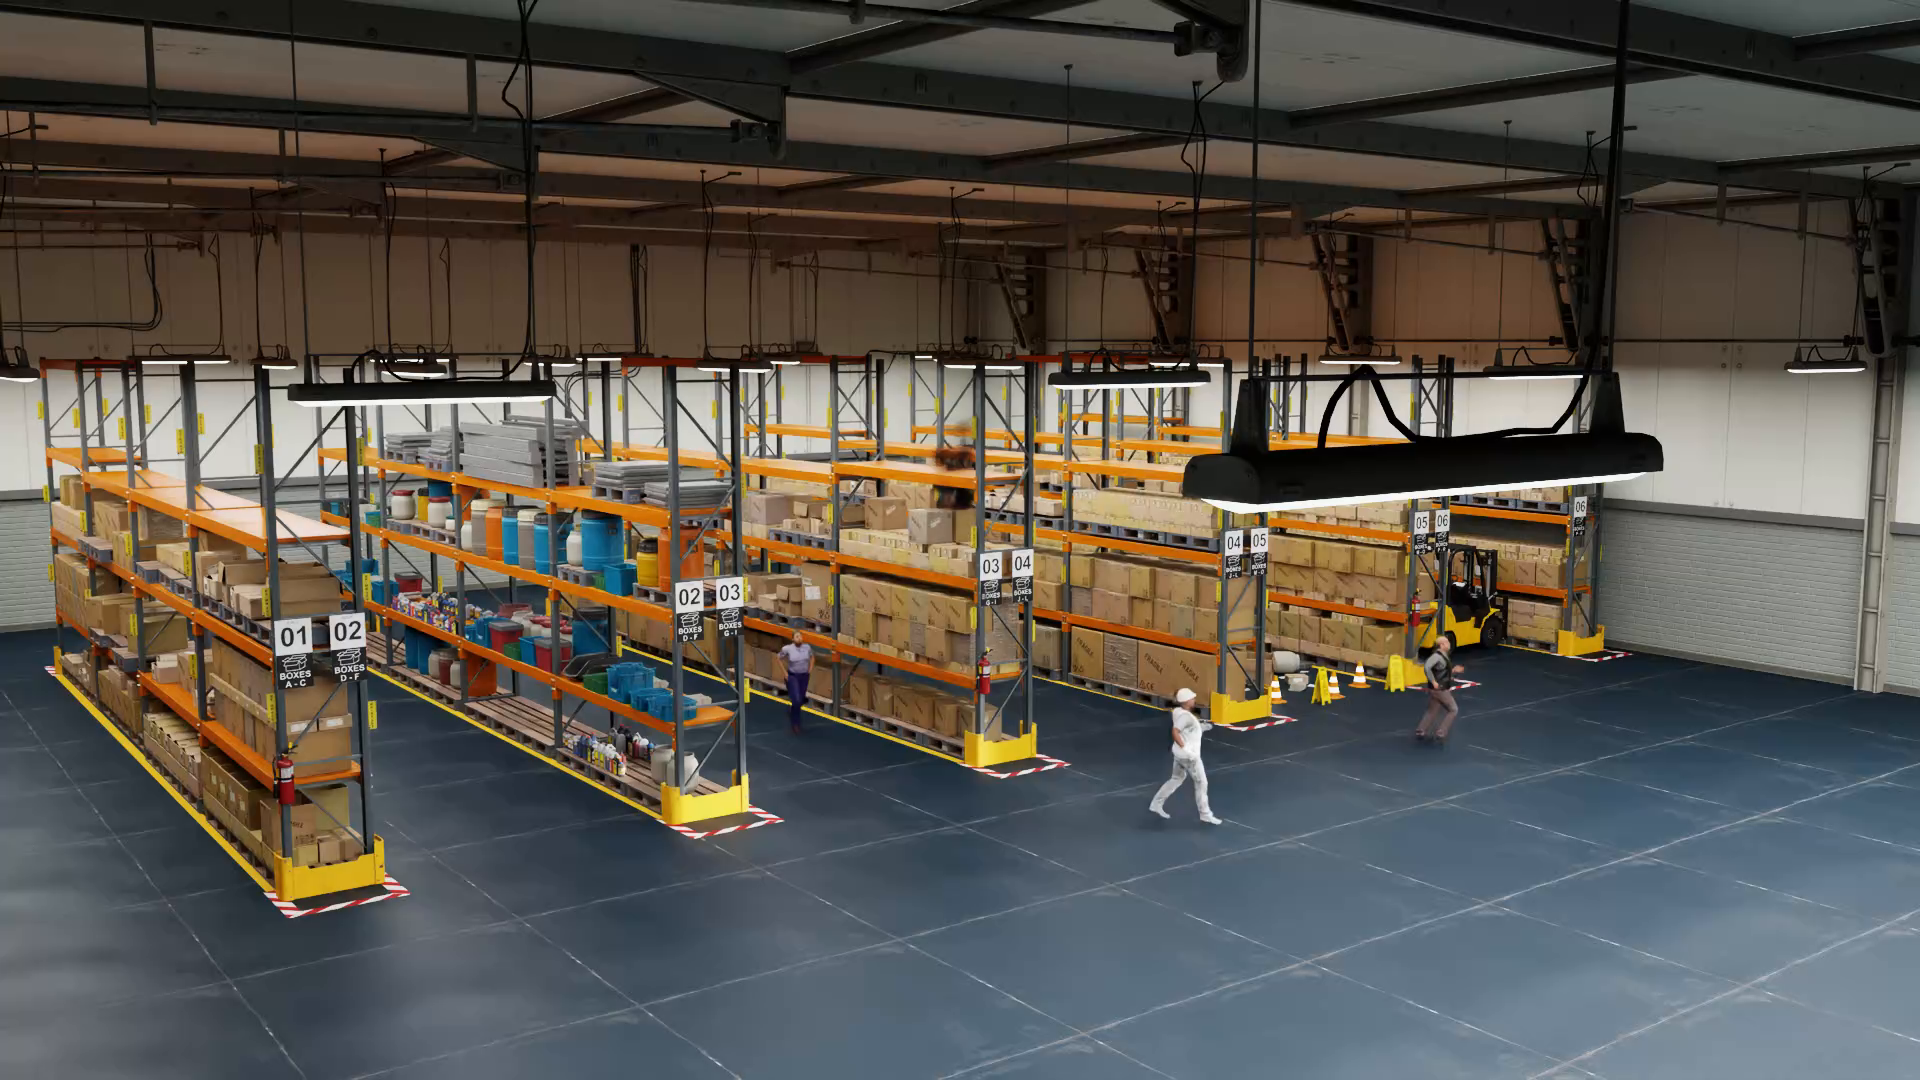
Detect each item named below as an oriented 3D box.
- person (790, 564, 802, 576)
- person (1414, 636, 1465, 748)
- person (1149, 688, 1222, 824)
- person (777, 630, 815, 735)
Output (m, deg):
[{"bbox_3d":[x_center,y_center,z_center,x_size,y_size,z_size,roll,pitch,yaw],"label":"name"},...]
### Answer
[{"bbox_3d":[-4.214,0.332,42.470,0.898,1.805,0.653,-7,10,-44],"label":"person"},{"bbox_3d":[7.524,2.375,26.048,0.742,1.768,0.627,1,7,11],"label":"person"},{"bbox_3d":[2.954,2.818,21.711,0.947,1.799,0.674,-1,7,-10],"label":"person"},{"bbox_3d":[-2.666,2.295,27.065,0.612,1.715,0.721,-4,8,-31],"label":"person"}]
